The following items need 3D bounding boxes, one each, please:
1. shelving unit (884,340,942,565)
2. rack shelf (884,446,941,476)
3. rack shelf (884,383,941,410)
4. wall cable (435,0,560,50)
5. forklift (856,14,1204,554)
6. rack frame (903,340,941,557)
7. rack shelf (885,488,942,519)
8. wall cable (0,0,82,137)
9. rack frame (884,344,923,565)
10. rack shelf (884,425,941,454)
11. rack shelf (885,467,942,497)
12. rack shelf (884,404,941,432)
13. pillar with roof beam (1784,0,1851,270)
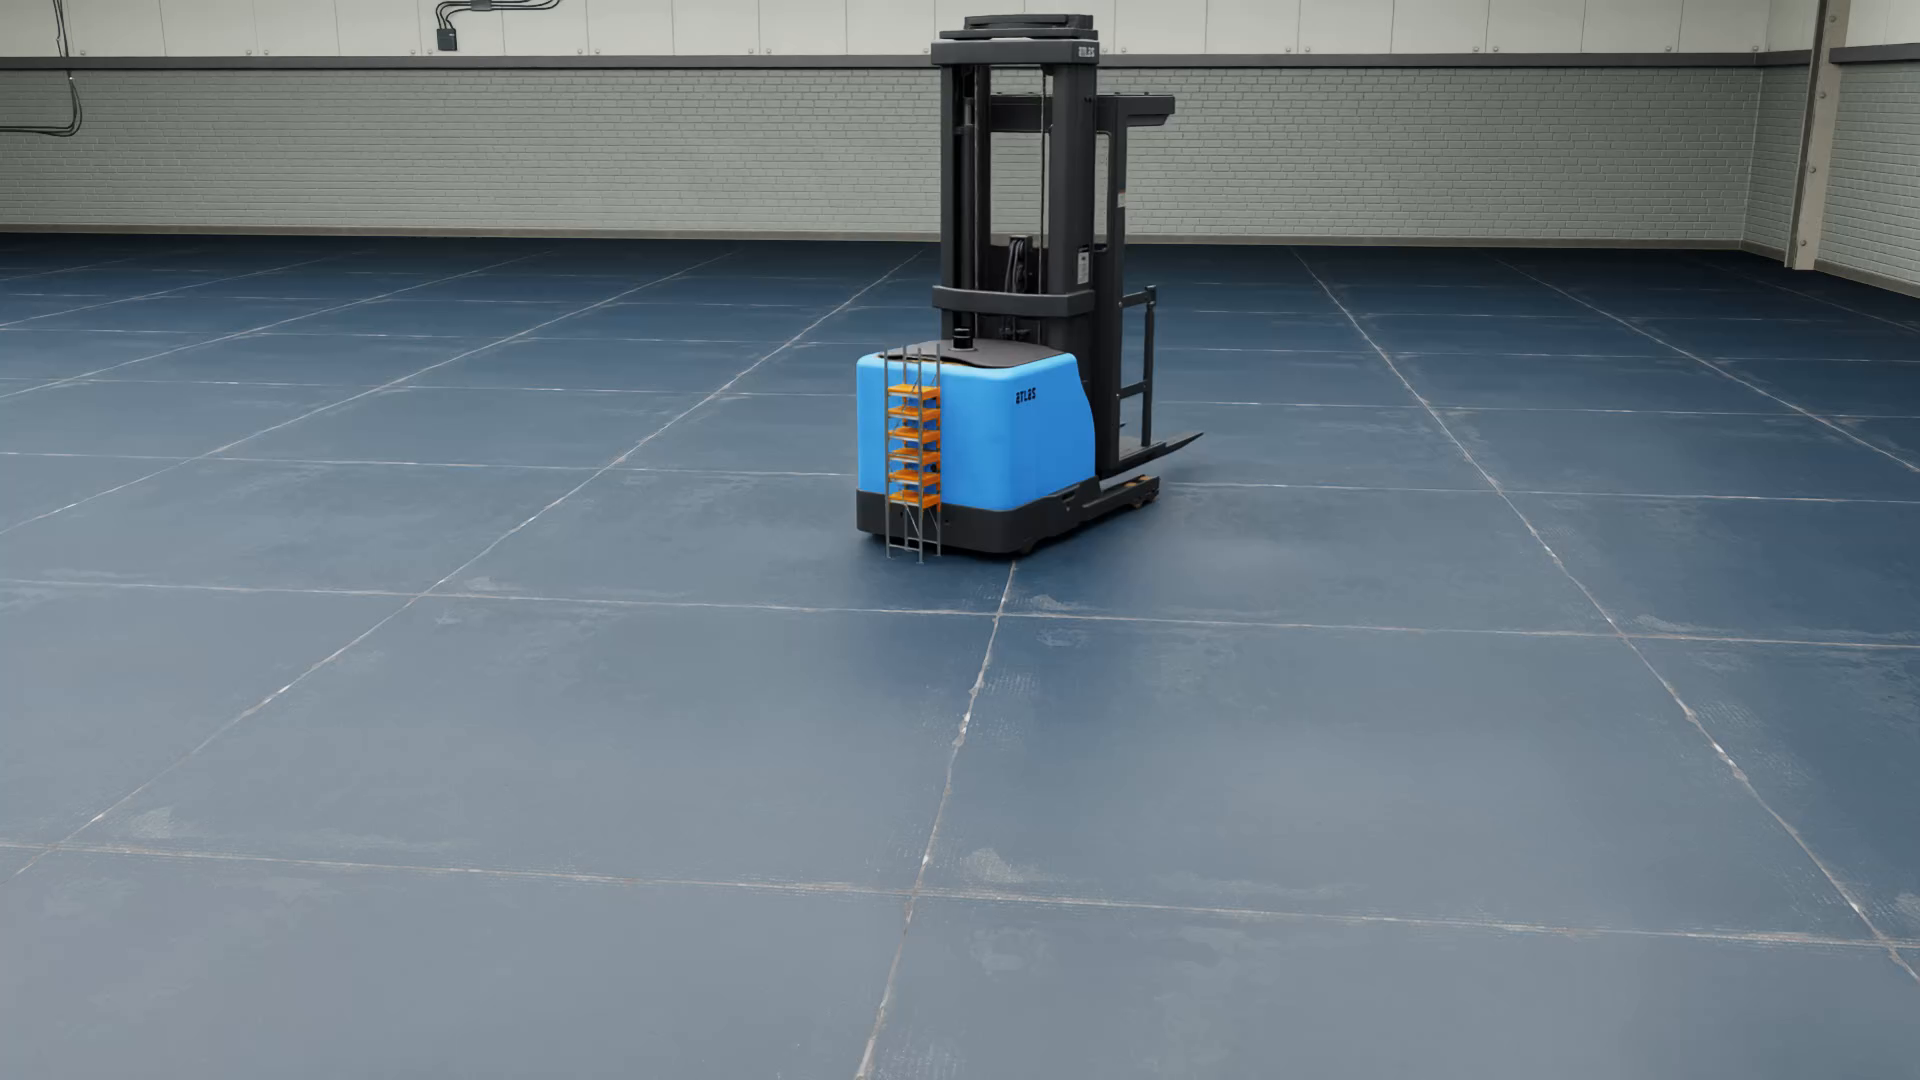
[{"bbox_3d":[-0.259,-0.478,9.132,0.258,1.200,0.189,9,18,31],"label":"shelving unit"},{"bbox_3d":[-0.259,-0.435,9.144,0.258,0.103,0.180,9,18,31],"label":"rack shelf"},{"bbox_3d":[-0.259,-0.783,9.050,0.258,0.103,0.180,9,18,31],"label":"rack shelf"},{"bbox_3d":[-7.878,-11.351,27.884,2.305,6.003,0.169,2,15,6],"label":"wall cable"},{"bbox_3d":[0.612,-1.668,10.216,1.130,2.935,3.031,9,18,31],"label":"forklift"},{"bbox_3d":[-0.210,-0.498,9.207,0.240,1.200,0.006,9,18,31],"label":"rack frame"},{"bbox_3d":[-0.259,-0.204,9.206,0.258,0.103,0.180,9,18,31],"label":"rack shelf"},{"bbox_3d":[-17.309,-8.494,29.782,3.097,2.526,0.112,2,15,6],"label":"wall cable"},{"bbox_3d":[-0.308,-0.458,9.057,0.240,1.200,0.006,9,18,31],"label":"rack frame"},{"bbox_3d":[-0.259,-0.551,9.112,0.258,0.103,0.180,9,18,31],"label":"rack shelf"},{"bbox_3d":[-0.259,-0.320,9.175,0.258,0.103,0.180,9,18,31],"label":"rack shelf"},{"bbox_3d":[-0.259,-0.667,9.081,0.258,0.103,0.180,9,18,31],"label":"rack shelf"},{"bbox_3d":[8.066,-8.466,23.733,9.100,9.000,0.400,2,15,6],"label":"pillar with roof beam"}]
